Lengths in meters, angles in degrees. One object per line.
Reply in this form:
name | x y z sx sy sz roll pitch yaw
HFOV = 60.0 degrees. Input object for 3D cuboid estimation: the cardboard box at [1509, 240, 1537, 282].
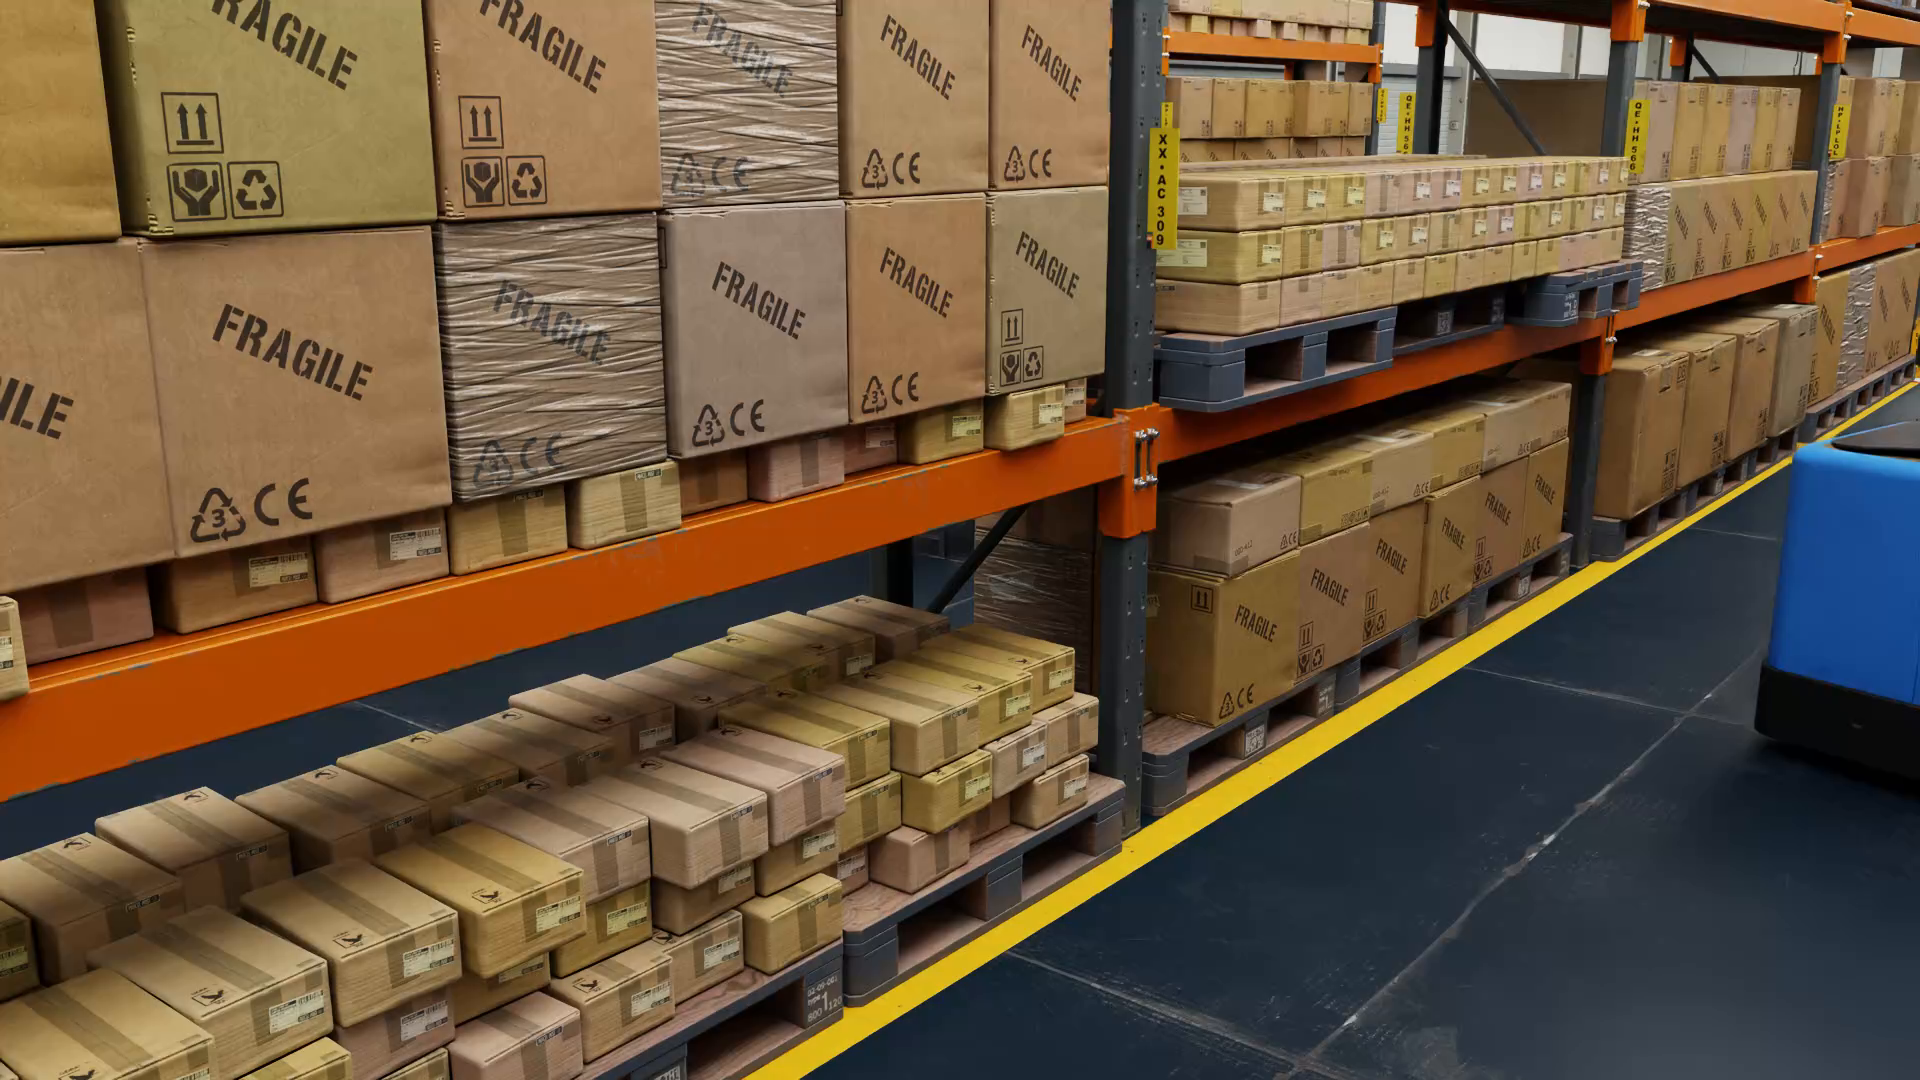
cardboard box | 2.043 -1.112 6.567 0.380 0.149 0.250 10 18 35

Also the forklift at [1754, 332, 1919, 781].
forklift | 4.227 -0.819 5.892 3.031 2.935 1.130 -11 18 -36

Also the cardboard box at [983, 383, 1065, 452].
cardboard box | 0.053 -0.347 4.406 0.380 0.149 0.250 11 18 36

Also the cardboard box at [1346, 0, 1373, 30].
cardboard box | 3.644 -5.056 16.042 0.500 0.250 0.500 11 18 37

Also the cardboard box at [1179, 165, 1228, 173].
cardboard box | 0.725 -1.254 5.916 0.380 0.149 0.250 11 18 37

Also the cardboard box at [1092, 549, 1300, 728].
cardboard box | 0.798 0.282 5.645 0.500 0.500 0.500 12 19 40

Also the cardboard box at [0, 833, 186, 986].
cardboard box | -1.772 0.741 3.341 0.380 0.149 0.250 10 18 35

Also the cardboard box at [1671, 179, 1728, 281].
cardboard box | 3.768 -1.679 8.936 0.500 0.500 0.500 11 18 37

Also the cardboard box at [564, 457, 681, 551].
cardboard box | -0.797 -0.102 3.444 0.380 0.149 0.250 12 18 39

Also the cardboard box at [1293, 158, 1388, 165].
cardboard box | 1.541 -1.502 6.894 0.380 0.149 0.250 12 19 40

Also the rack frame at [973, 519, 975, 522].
rack frame | 0.234 -0.798 8.719 0.400 1.500 0.023 11 18 38

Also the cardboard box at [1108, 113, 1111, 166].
cardboard box | 1.130 -3.177 13.375 0.500 0.500 0.500 11 18 37

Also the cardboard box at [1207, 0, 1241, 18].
cardboard box | 2.048 -4.572 14.135 0.500 0.250 0.500 11 18 37

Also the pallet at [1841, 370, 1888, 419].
pallet | 6.461 -1.174 12.817 1.003 0.211 1.213 11 18 38

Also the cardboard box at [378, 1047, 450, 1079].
cardboard box | -1.225 1.061 3.292 0.380 0.149 0.250 11 18 38

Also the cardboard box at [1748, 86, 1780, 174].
cardboard box | 4.526 -2.496 10.122 0.700 0.500 0.500 11 18 37

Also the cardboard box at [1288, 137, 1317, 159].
cardboard box | 2.994 -3.526 15.603 0.500 0.500 0.500 11 18 37

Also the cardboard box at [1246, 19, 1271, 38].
cardboard box | 2.507 -4.491 14.629 0.380 0.149 0.250 11 18 36

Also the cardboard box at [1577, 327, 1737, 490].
cardboard box | 3.641 -0.775 9.300 1.050 0.750 0.750 12 18 38

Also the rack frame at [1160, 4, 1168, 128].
rack frame | 1.242 -2.904 13.964 1.000 3.000 0.127 11 18 38

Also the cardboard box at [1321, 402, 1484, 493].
cardboard box | 1.775 -0.382 6.737 0.500 0.250 0.500 12 18 39

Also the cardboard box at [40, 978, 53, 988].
cardboard box | -1.703 0.894 3.345 0.380 0.149 0.250 11 18 37

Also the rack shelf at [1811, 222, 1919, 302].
rack shelf | 6.413 -2.192 12.621 1.077 0.370 4.000 11 18 38

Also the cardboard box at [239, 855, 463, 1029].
cardboard box | -1.182 0.771 3.226 0.380 0.149 0.250 12 19 40

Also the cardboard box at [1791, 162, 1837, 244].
cardboard box | 5.378 -2.303 11.291 0.875 0.550 0.550 11 18 38

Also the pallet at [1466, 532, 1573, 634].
pallet | 2.149 0.109 7.764 1.003 0.211 1.213 11 18 38

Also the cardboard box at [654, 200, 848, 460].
cardboard box | -0.598 -0.488 3.643 0.500 0.500 0.500 11 18 37

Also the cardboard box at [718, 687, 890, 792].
cardboard box | -0.398 0.514 4.236 0.380 0.149 0.250 12 19 39

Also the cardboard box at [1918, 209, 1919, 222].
cardboard box | 7.472 -2.918 13.714 0.875 0.550 0.550 11 18 38

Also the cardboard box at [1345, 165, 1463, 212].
cardboard box | 1.545 -1.248 5.892 0.380 0.149 0.250 12 19 40

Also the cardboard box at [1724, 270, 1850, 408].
cardboard box | 5.605 -1.441 11.666 0.875 0.875 0.875 12 18 38

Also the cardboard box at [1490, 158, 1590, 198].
cardboard box | 2.366 -1.499 6.881 0.380 0.149 0.250 12 19 39

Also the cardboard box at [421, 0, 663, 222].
cardboard box | -0.924 -0.874 3.132 0.500 0.500 0.500 11 18 36

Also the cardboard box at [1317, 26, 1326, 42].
cardboard box | 3.214 -4.754 15.664 0.380 0.149 0.250 11 18 38

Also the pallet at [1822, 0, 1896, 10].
pallet | 5.678 -3.724 11.276 1.003 0.211 1.213 11 18 38

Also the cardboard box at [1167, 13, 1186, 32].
cardboard box | 1.633 -4.258 13.712 0.380 0.149 0.250 11 18 37

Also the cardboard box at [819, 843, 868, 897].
cardboard box | -0.458 0.809 4.282 0.380 0.149 0.250 11 18 36

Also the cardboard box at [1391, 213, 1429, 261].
cardboard box | 1.387 -1.057 5.745 0.380 0.149 0.250 12 19 40

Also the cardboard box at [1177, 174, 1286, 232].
cardboard box | 0.733 -1.000 4.916 0.380 0.149 0.250 12 19 40

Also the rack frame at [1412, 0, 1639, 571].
rack frame | 2.642 -1.392 8.009 1.000 3.000 0.127 11 18 38

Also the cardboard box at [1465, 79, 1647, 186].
cardboard box | 2.932 -2.009 8.206 0.700 0.500 0.500 11 18 37

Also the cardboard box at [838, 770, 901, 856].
cardboard box | -0.372 0.659 4.272 0.380 0.149 0.250 11 18 38

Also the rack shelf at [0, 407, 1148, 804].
rack shelf | -1.129 0.106 3.574 1.077 0.370 4.000 11 18 38

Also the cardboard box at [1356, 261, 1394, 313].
cardboard box | 1.221 -0.861 5.577 0.380 0.149 0.250 11 18 38

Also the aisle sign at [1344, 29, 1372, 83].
aisle sign | 4.021 -4.897 16.529 0.394 0.787 0.004 11 18 38

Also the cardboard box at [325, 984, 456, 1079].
cardboard box | -1.218 0.912 3.275 0.380 0.149 0.250 10 17 35

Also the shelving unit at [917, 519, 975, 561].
shelving unit | 0.004 -0.728 8.443 0.431 1.500 0.755 11 18 38

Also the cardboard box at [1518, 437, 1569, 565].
cardboard box | 2.431 -0.217 7.610 0.500 0.500 0.500 11 18 37

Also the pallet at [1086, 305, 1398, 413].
pallet | 0.721 -0.657 5.505 1.003 0.211 1.213 11 18 38

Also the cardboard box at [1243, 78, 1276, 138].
cardboard box | 2.362 -3.819 14.725 0.700 0.500 0.500 11 18 36

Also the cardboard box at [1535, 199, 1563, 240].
cardboard box | 2.198 -1.303 6.711 0.380 0.149 0.250 11 18 38

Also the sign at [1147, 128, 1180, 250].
sign | 0.554 -0.963 4.562 0.100 0.325 0.005 11 18 38

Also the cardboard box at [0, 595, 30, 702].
cardboard box | -1.589 0.152 2.441 0.380 0.149 0.250 11 18 36

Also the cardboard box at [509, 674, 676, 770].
cardboard box | -0.960 0.487 4.341 0.380 0.149 0.250 12 18 39
